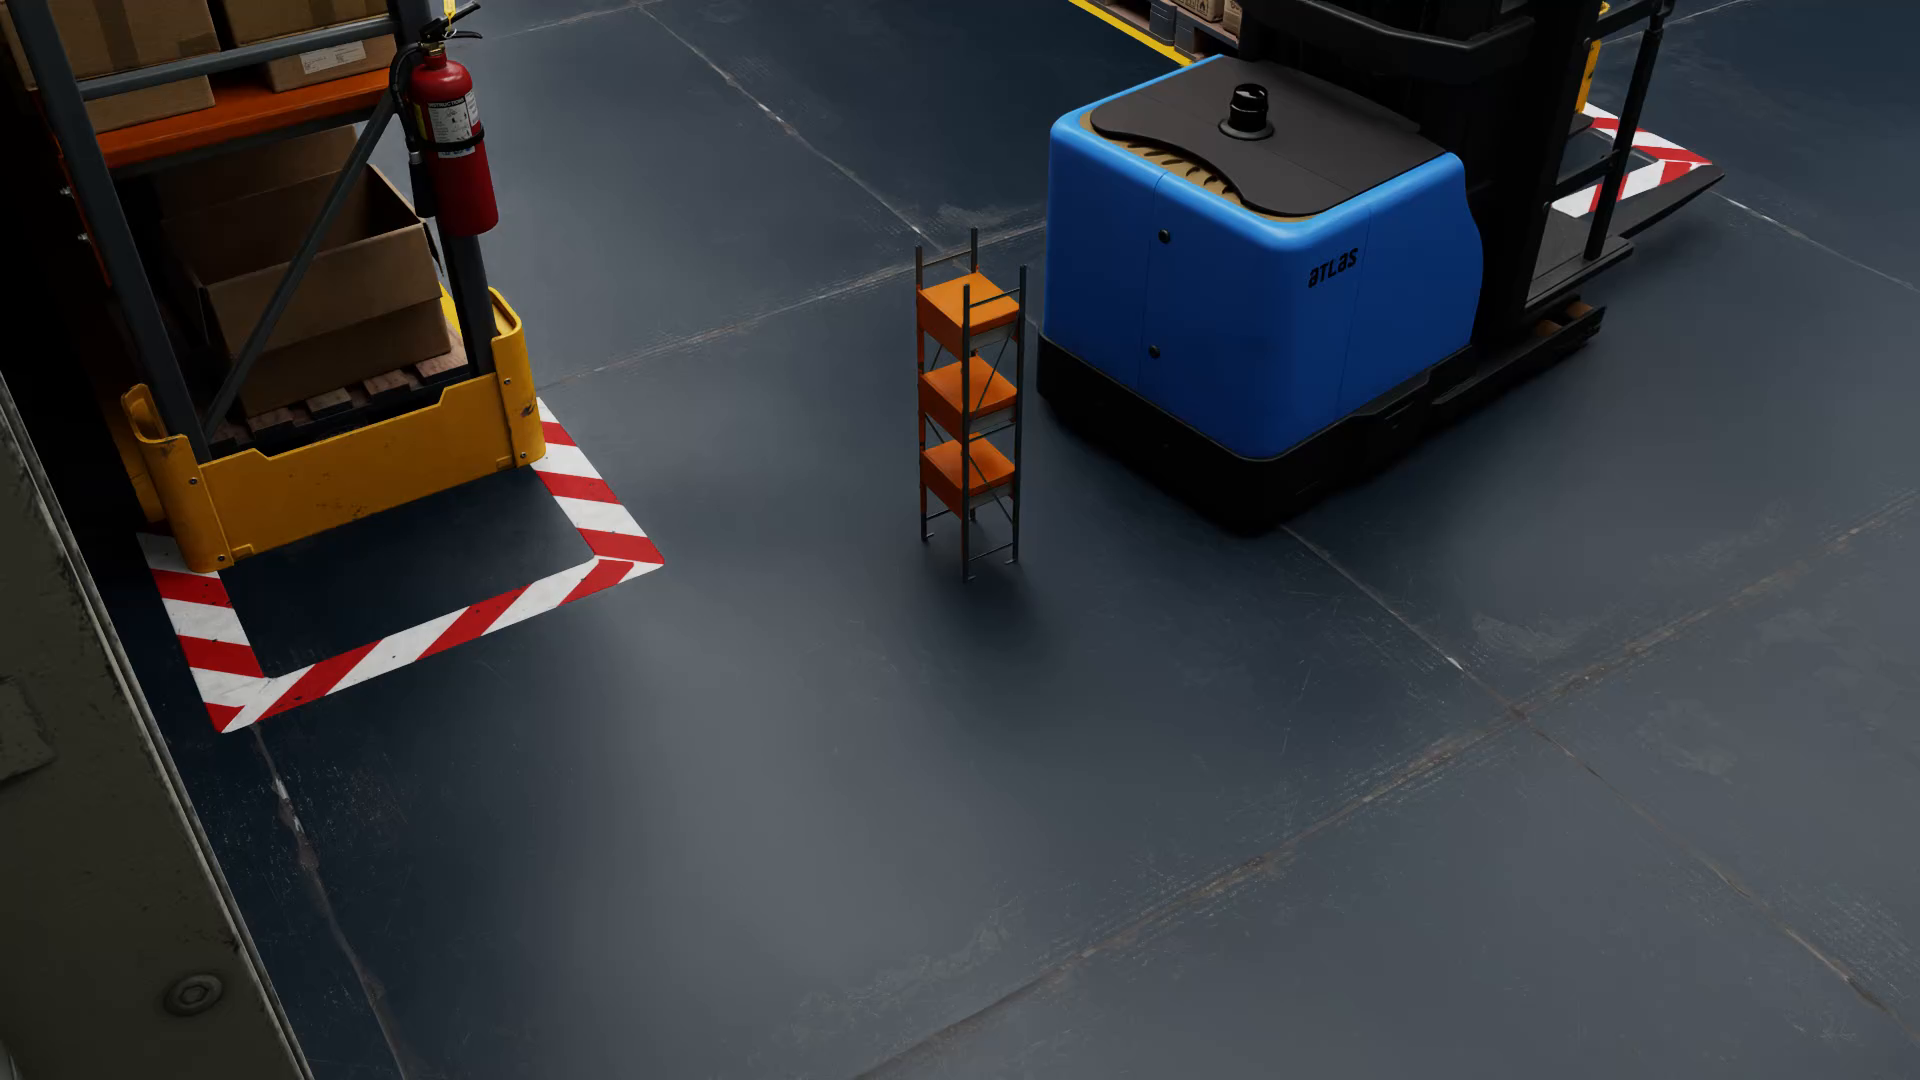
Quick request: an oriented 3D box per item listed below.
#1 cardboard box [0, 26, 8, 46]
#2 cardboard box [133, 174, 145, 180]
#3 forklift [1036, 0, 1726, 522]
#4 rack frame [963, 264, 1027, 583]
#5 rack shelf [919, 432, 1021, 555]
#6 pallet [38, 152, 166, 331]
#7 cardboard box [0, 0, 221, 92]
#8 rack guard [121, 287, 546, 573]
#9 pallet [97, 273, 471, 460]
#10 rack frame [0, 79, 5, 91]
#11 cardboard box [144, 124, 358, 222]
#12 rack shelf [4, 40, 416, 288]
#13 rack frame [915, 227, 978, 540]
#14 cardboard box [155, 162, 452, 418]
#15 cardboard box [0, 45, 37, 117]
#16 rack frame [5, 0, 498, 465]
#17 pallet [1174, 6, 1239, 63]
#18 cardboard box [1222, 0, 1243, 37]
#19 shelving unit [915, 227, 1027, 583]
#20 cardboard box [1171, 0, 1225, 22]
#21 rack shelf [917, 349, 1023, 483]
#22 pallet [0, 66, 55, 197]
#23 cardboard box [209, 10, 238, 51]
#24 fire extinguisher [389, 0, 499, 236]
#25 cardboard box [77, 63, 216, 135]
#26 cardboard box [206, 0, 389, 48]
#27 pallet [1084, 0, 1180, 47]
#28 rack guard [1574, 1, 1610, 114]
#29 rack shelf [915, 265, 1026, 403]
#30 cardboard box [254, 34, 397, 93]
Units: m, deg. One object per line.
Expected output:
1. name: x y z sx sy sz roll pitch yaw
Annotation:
1. cardboard box: -2.803 -1.670 5.107 0.380 0.149 0.250 -22 45 -24
2. cardboard box: -3.149 -1.885 6.793 0.700 0.500 0.500 -24 45 -26
3. forklift: 1.715 -1.980 5.337 3.031 2.935 1.130 -29 48 -30
4. rack frame: 0.094 -0.309 4.800 0.200 1.050 0.008 -22 45 -24
5. rack shelf: 0.029 -0.153 5.064 0.215 0.259 0.240 -22 45 -24
6. pallet: -3.037 -1.343 6.697 1.003 0.211 1.213 -22 45 -24
7. cardboard box: -2.386 -1.499 4.591 0.500 0.250 0.500 -21 44 -23
8. rack guard: -1.955 -0.367 5.299 1.175 0.500 0.348 -22 45 -24
9. pallet: -2.385 -0.685 5.908 1.003 0.211 1.213 -22 45 -24
10. rack frame: -4.065 -3.445 7.041 1.000 3.000 0.127 -22 45 -24
11. cardboard box: -2.590 -1.324 6.121 0.700 0.500 0.500 -20 44 -23
12. rack shelf: -2.990 -2.089 5.976 1.077 0.370 4.000 -22 45 -24
13. rack frame: -0.037 -0.440 4.958 0.200 1.050 0.008 -22 45 -24
14. cardboard box: -2.164 -0.851 5.550 0.797 0.503 0.637 -24 45 -26
15. cardboard box: -3.909 -2.135 7.242 0.500 0.311 0.500 -21 44 -23
16. rack frame: -1.915 -1.286 4.450 1.000 3.000 0.127 -22 45 -24
17. pallet: 1.773 -2.330 7.881 1.003 0.211 1.213 -22 45 -24
18. cardboard box: 1.829 -2.495 7.575 0.875 0.438 0.875 -24 45 -26
19. shelving unit: 0.029 -0.374 4.879 0.215 1.050 0.252 -22 45 -24
20. cardboard box: 1.330 -2.986 8.164 0.875 0.438 0.875 -21 44 -23
21. rack shelf: 0.029 -0.366 4.886 0.215 0.259 0.240 -22 45 -24
22. pallet: -3.697 -2.002 7.488 1.003 0.211 1.213 -22 45 -24
23. cardboard box: -2.036 -1.583 5.002 0.380 0.149 0.250 -21 44 -23
24. fire extinguisher: -1.446 -1.193 4.690 0.296 0.674 0.183 -22 45 -24
25. cardboard box: -2.319 -1.276 4.634 0.380 0.149 0.250 -23 45 -25
26. cardboard box: -1.931 -1.680 4.808 0.500 0.250 0.500 -22 45 -24
27. pallet: 1.121 -2.988 8.670 1.003 0.211 1.213 -22 45 -24
28. rack guard: 2.281 -2.023 7.287 1.175 0.500 0.348 -22 45 -24
29. rack shelf: 0.029 -0.584 4.704 0.215 0.259 0.240 -22 45 -24
30. cardboard box: -1.860 -1.461 4.857 0.380 0.149 0.250 -23 45 -25
